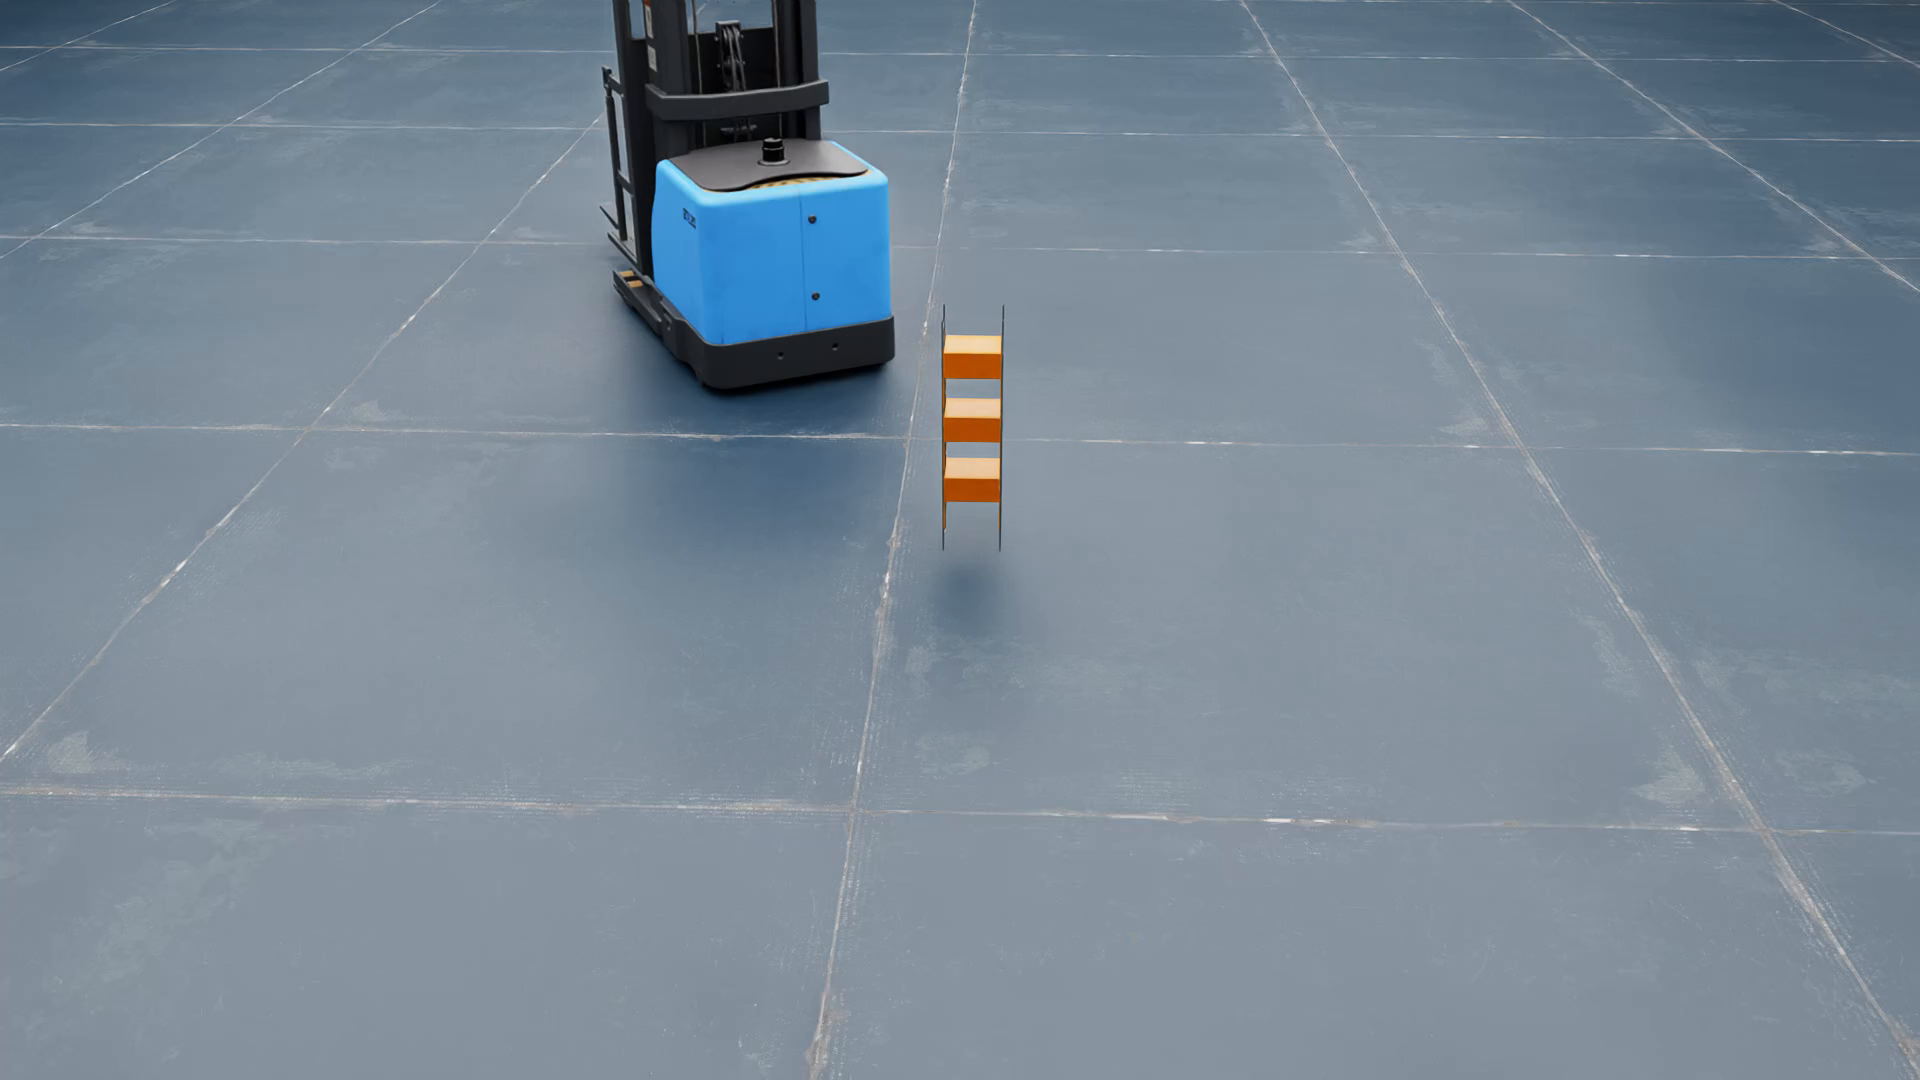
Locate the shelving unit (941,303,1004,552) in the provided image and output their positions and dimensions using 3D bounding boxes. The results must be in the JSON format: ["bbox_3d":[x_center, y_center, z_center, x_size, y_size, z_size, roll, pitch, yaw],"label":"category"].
[{"bbox_3d":[0.053,-0.463,7.002,0.252,1.050,0.215,1,28,2],"label":"shelving unit"}]

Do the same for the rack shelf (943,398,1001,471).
[{"bbox_3d":[0.053,-0.454,7.007,0.240,0.259,0.215,1,28,2],"label":"rack shelf"}]

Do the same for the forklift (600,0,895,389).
[{"bbox_3d":[-1.428,-2.739,9.287,1.130,2.935,3.031,-12,30,-22],"label":"forklift"}]

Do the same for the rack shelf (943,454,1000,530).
[{"bbox_3d":[0.053,-0.208,7.138,0.240,0.259,0.215,1,28,2],"label":"rack shelf"}]

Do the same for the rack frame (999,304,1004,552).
[{"bbox_3d":[0.175,-0.461,6.999,0.008,1.050,0.200,1,28,2],"label":"rack frame"}]

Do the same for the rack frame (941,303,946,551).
[{"bbox_3d":[-0.068,-0.465,7.006,0.008,1.050,0.200,1,28,2],"label":"rack frame"}]

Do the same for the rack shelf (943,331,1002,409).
[{"bbox_3d":[0.053,-0.704,6.874,0.240,0.259,0.215,1,28,2],"label":"rack shelf"}]
